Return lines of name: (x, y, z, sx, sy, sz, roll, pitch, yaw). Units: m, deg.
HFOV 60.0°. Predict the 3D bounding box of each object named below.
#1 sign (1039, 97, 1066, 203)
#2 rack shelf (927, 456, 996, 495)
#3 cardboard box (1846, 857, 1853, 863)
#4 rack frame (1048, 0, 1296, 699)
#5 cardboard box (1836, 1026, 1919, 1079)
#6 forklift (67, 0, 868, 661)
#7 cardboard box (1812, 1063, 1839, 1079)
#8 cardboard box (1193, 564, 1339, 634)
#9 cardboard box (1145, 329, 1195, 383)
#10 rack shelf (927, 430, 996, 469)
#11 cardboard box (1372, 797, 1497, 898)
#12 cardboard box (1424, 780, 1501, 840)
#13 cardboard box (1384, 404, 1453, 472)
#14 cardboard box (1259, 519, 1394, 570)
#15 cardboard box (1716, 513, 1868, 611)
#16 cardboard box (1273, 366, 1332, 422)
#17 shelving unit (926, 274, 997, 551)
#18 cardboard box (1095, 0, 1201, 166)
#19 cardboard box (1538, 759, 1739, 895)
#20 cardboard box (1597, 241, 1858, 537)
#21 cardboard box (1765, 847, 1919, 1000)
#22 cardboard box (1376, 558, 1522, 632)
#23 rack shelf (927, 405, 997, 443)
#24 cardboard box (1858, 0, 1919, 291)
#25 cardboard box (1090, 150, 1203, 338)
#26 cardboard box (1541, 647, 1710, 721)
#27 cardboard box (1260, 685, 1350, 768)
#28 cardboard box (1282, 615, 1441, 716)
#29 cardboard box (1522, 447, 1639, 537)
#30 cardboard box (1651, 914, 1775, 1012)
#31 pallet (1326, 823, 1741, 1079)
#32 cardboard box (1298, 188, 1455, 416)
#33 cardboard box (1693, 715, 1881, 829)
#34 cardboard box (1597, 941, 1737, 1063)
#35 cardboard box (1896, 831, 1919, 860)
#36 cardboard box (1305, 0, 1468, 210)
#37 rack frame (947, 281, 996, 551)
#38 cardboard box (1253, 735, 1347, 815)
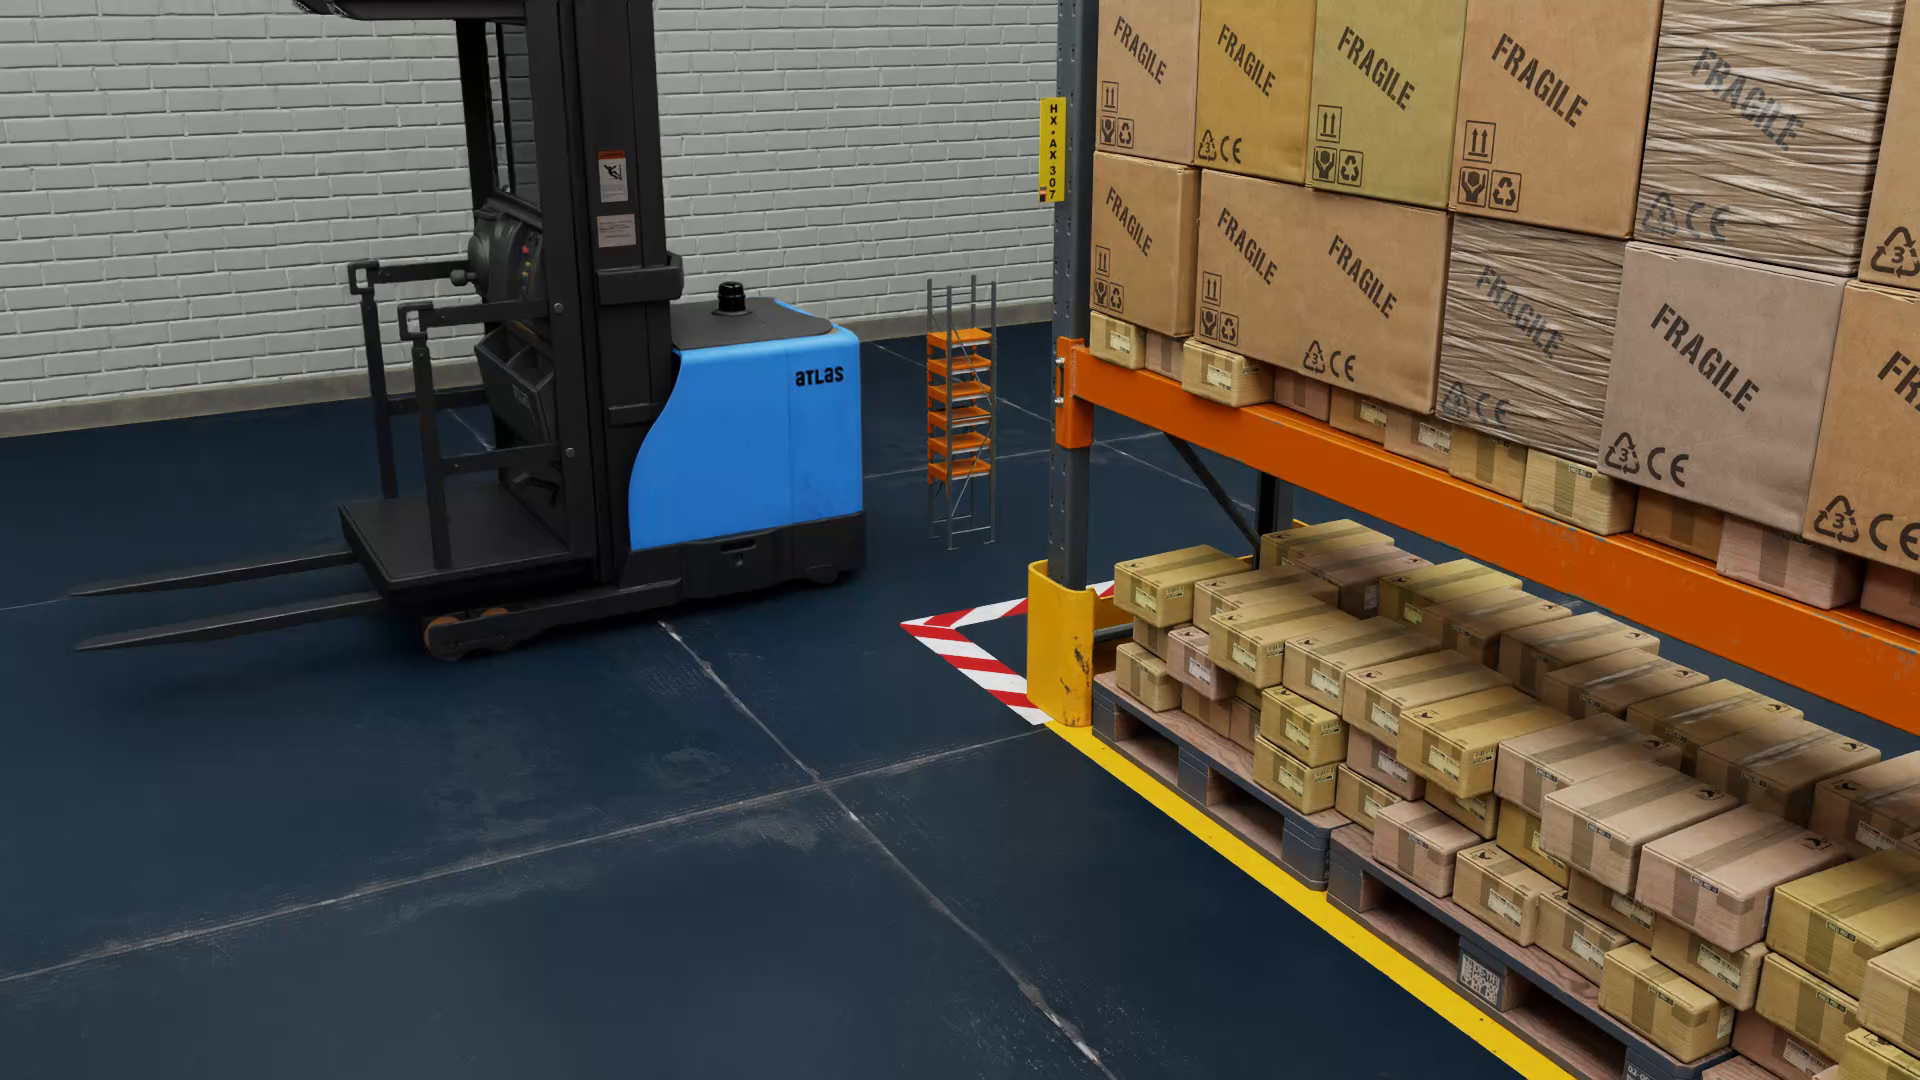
sign: (0.299, -1.248, 5.322, 0.100, 0.325, 0.005, -10, 21, -27)
rack shelf: (0.007, -0.294, 7.516, 0.258, 0.103, 0.180, -10, 21, -27)
cardboard box: (2.203, 0.797, 3.995, 0.380, 0.149, 0.250, -9, 21, -24)
rack frame: (0.776, -0.923, 5.707, 1.000, 3.000, 0.127, -10, 21, -27)
cardboard box: (1.964, 1.043, 3.282, 0.380, 0.149, 0.250, -11, 22, -29)
forklift: (-1.938, -1.123, 6.392, 3.031, 2.935, 1.130, -10, 22, -27)
cardboard box: (1.957, 1.161, 3.394, 0.380, 0.149, 0.250, -11, 22, -28)
cardboard box: (0.963, 0.209, 5.243, 0.380, 0.149, 0.250, -10, 21, -26)
cardboard box: (0.799, -0.594, 5.138, 0.380, 0.149, 0.250, -9, 21, -25)
rack shelf: (0.007, -0.408, 7.477, 0.258, 0.103, 0.180, -10, 21, -27)
cardboard box: (1.335, 0.793, 4.462, 0.380, 0.149, 0.250, -11, 22, -29)
cardboard box: (1.475, 0.643, 4.440, 0.380, 0.149, 0.250, -9, 21, -24)
cardboard box: (1.323, -0.298, 4.282, 0.380, 0.149, 0.250, -10, 22, -28)
cardboard box: (1.250, 0.058, 5.680, 0.380, 0.149, 0.250, -10, 21, -26)
cardboard box: (1.785, 0.004, 3.406, 0.380, 0.149, 0.250, -11, 22, -29)
cardboard box: (1.123, -0.455, 4.736, 0.380, 0.149, 0.250, -9, 21, -24)
shelving unit: (0.007, -0.563, 7.424, 0.258, 1.200, 0.189, -10, 21, -27)
cardboard box: (0.756, -1.413, 4.987, 0.500, 0.500, 0.500, -10, 21, -27)
cardboard box: (1.593, 0.668, 3.910, 0.380, 0.149, 0.250, -11, 22, -29)
cardboard box: (1.717, -0.350, 3.437, 0.500, 0.500, 0.500, -10, 21, -27)
cardboard box: (1.942, 0.807, 3.508, 0.380, 0.149, 0.250, -9, 21, -25)
cardboard box: (1.554, 0.193, 5.287, 0.380, 0.149, 0.250, -11, 22, -28)
rack shelf: (0.007, -0.521, 7.438, 0.258, 0.103, 0.180, -10, 21, -27)
cardboard box: (1.964, -0.676, 2.849, 0.500, 0.500, 0.500, -11, 22, -28)
cardboard box: (0.746, -0.939, 5.145, 0.500, 0.500, 0.500, -9, 21, -24)
cardboard box: (1.825, 0.439, 4.576, 0.380, 0.149, 0.250, -11, 22, -28)
cardboard box: (1.100, 0.510, 4.825, 0.380, 0.149, 0.250, -9, 21, -25)
cardboard box: (1.160, 0.359, 4.807, 0.380, 0.149, 0.250, -11, 22, -29)
cardboard box: (1.528, -0.139, 3.822, 0.380, 0.149, 0.250, -10, 21, -26)
cardboard box: (1.793, 0.885, 3.737, 0.380, 0.149, 0.250, -9, 21, -25)
pallet: (1.742, 1.006, 4.394, 1.003, 0.211, 1.213, -10, 21, -27)
cardboard box: (1.244, -0.647, 4.298, 0.500, 0.500, 0.500, -10, 21, -26)
cardboard box: (2.057, 0.587, 4.147, 0.380, 0.149, 0.250, -11, 22, -29)
cardboard box: (1.698, 1.018, 3.810, 0.380, 0.149, 0.250, -10, 21, -27)
cardboard box: (2.308, 0.738, 3.709, 0.380, 0.149, 0.250, -11, 22, -28)
cardboard box: (1.228, -1.117, 4.127, 0.500, 0.500, 0.500, -11, 22, -28)
rack frame: (0.050, -0.537, 7.348, 0.240, 1.200, 0.006, -10, 21, -27)
cardboard box: (1.088, 0.649, 4.878, 0.380, 0.149, 0.250, -10, 21, -26)
